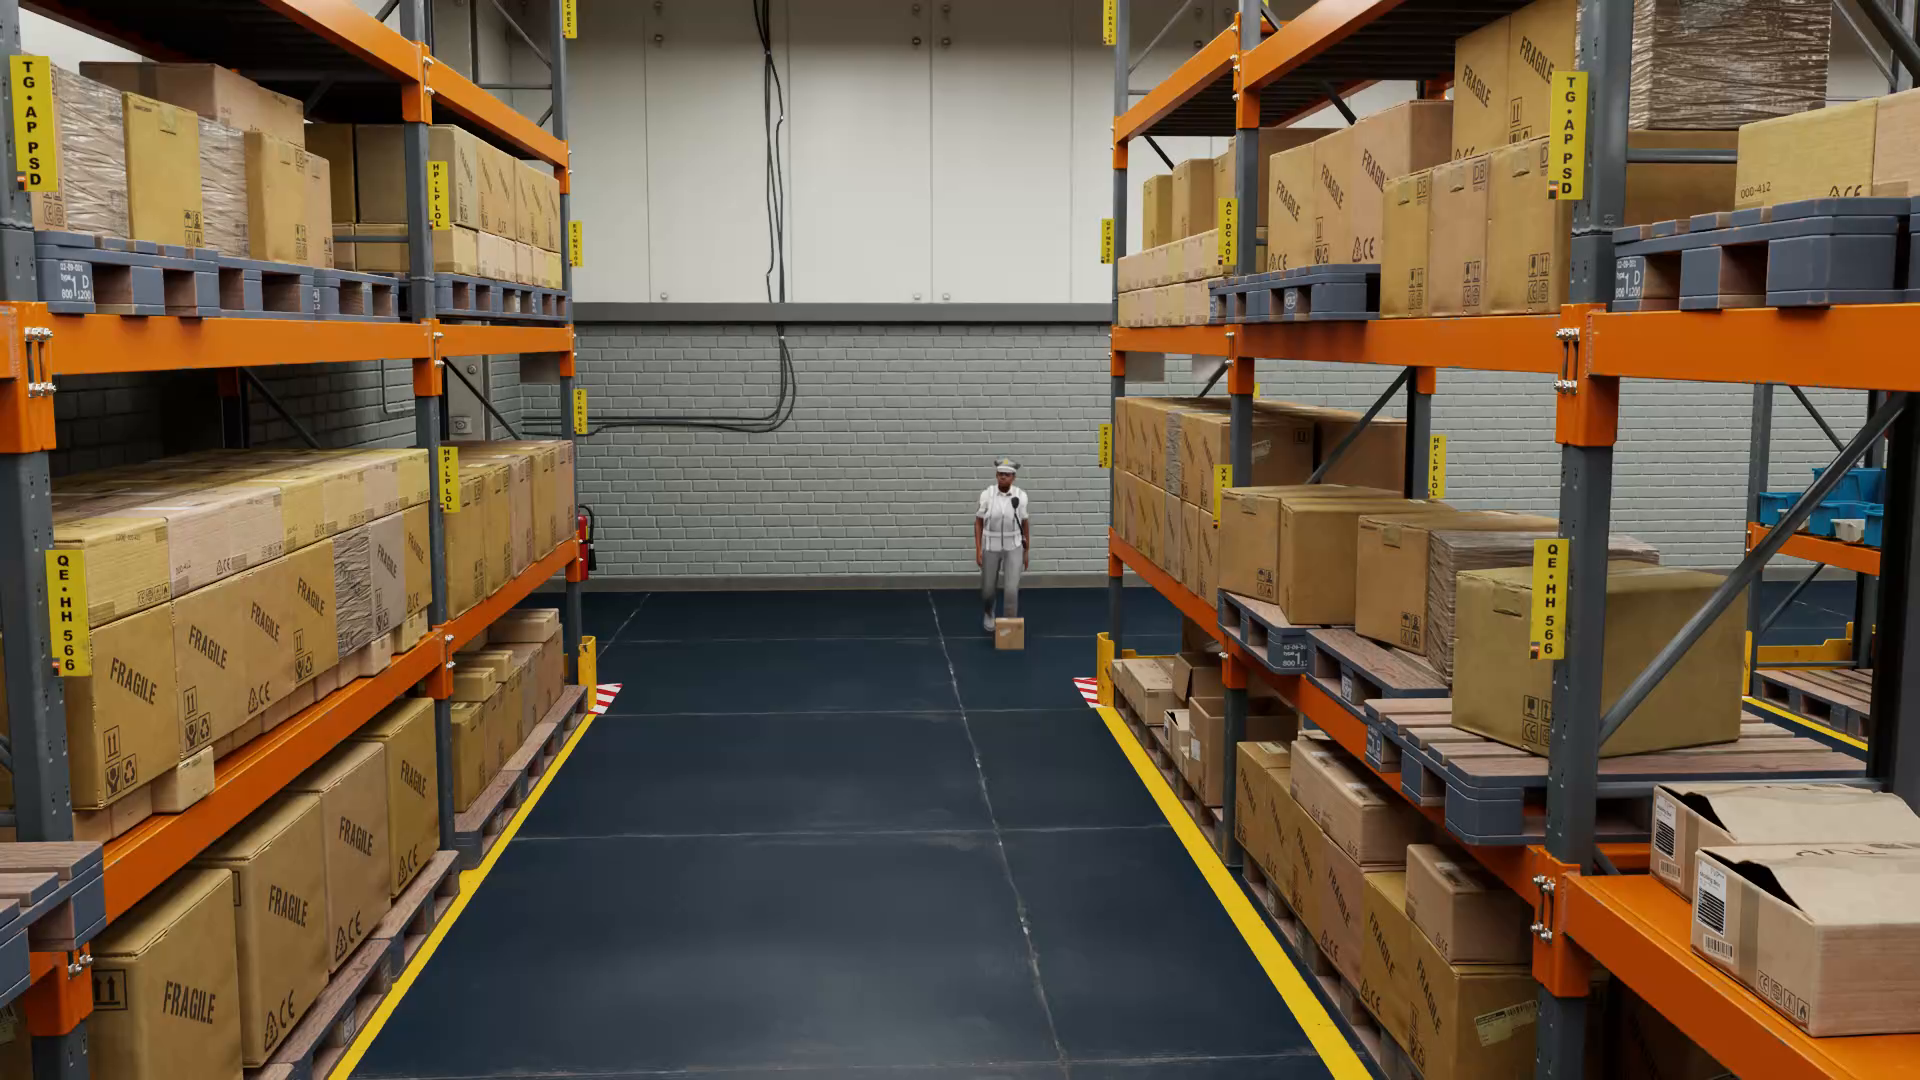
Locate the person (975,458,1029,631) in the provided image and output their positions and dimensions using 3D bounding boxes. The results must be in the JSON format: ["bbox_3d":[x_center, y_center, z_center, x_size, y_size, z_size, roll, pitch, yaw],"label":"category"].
[{"bbox_3d":[0.383,0.077,15.003,0.490,1.664,0.604,0,7,4],"label":"person"}]
